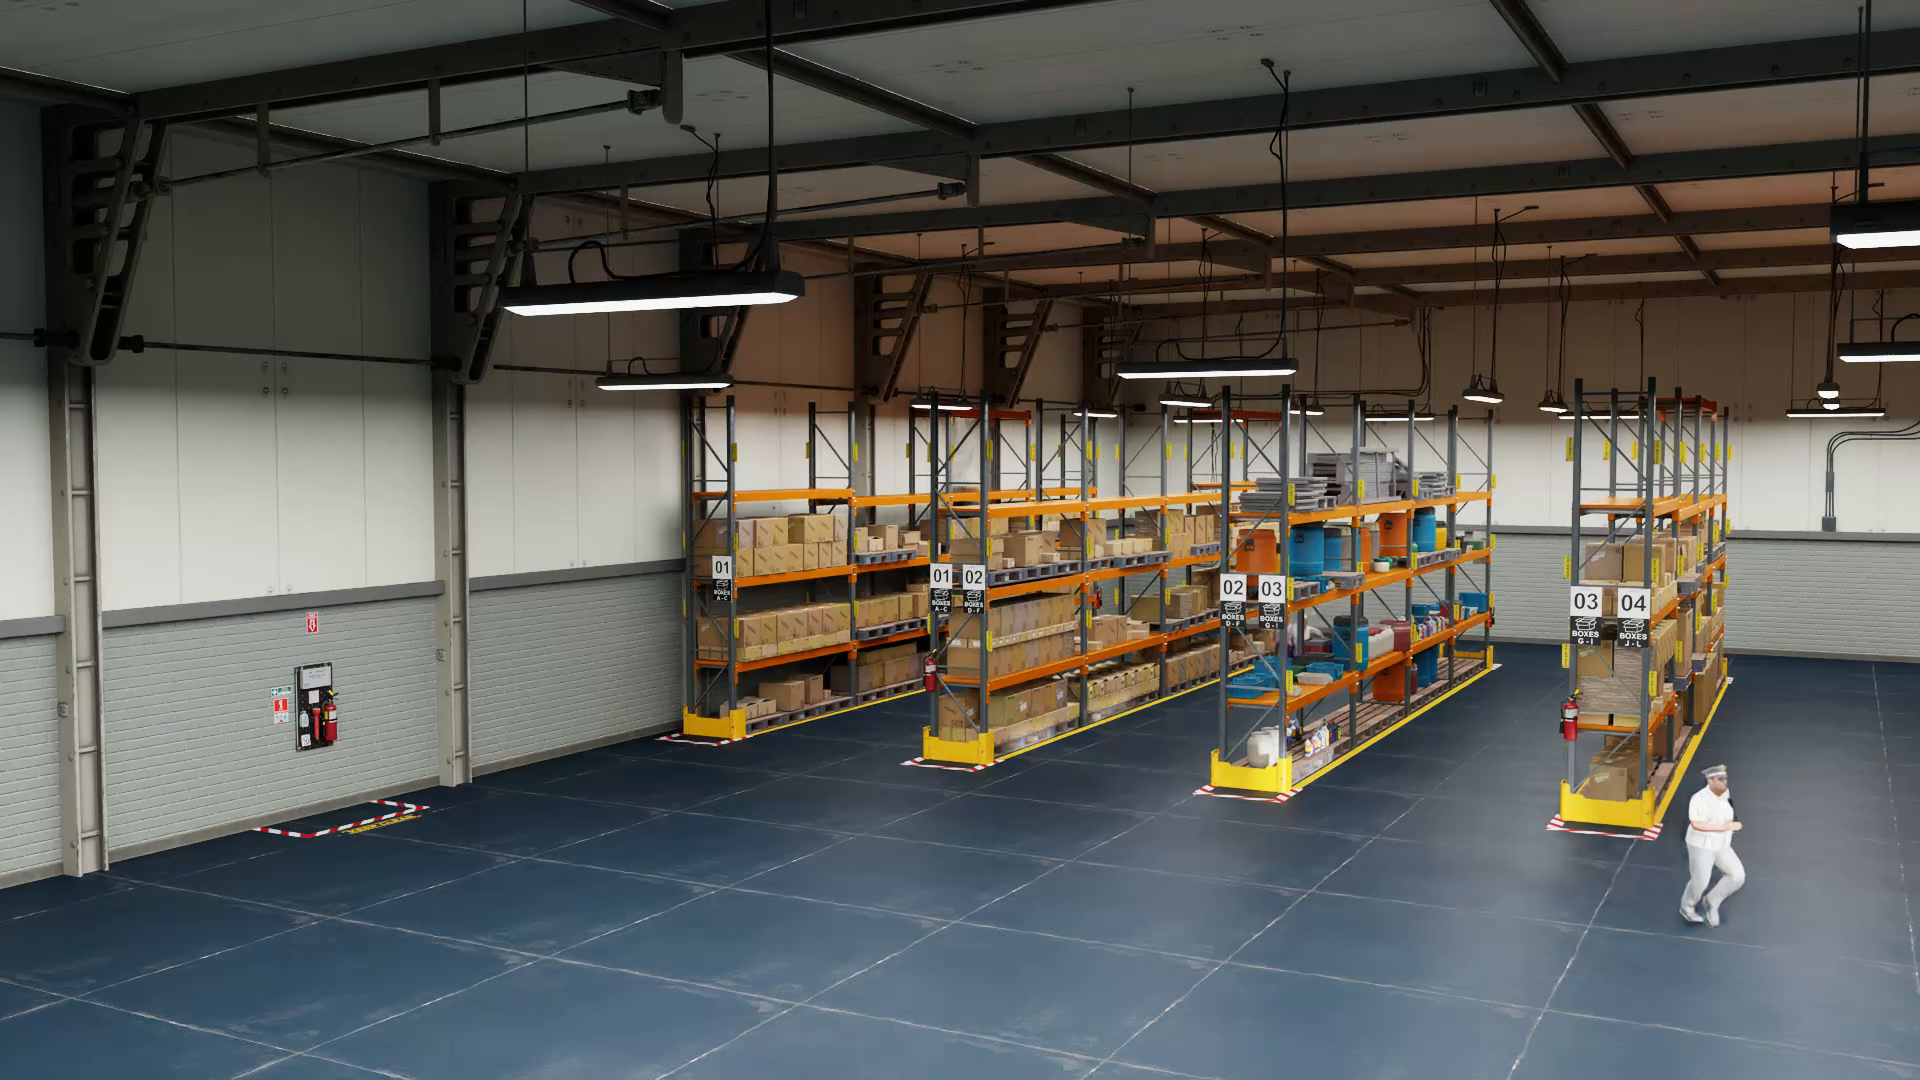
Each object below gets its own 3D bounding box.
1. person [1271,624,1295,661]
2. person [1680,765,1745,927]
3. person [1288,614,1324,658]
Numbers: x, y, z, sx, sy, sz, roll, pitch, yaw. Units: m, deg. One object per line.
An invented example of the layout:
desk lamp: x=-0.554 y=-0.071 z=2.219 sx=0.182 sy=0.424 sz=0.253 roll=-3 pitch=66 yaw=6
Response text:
person: x=6.854 y=2.346 z=35.107 sx=0.613 sy=1.640 sz=0.726 roll=1 pitch=3 yaw=24
person: x=7.892 y=3.197 z=17.430 sx=0.699 sy=1.743 sz=0.807 roll=-1 pitch=3 yaw=-25
person: x=6.878 y=2.365 z=33.200 sx=0.676 sy=1.837 sz=0.919 roll=2 pitch=4 yaw=35
